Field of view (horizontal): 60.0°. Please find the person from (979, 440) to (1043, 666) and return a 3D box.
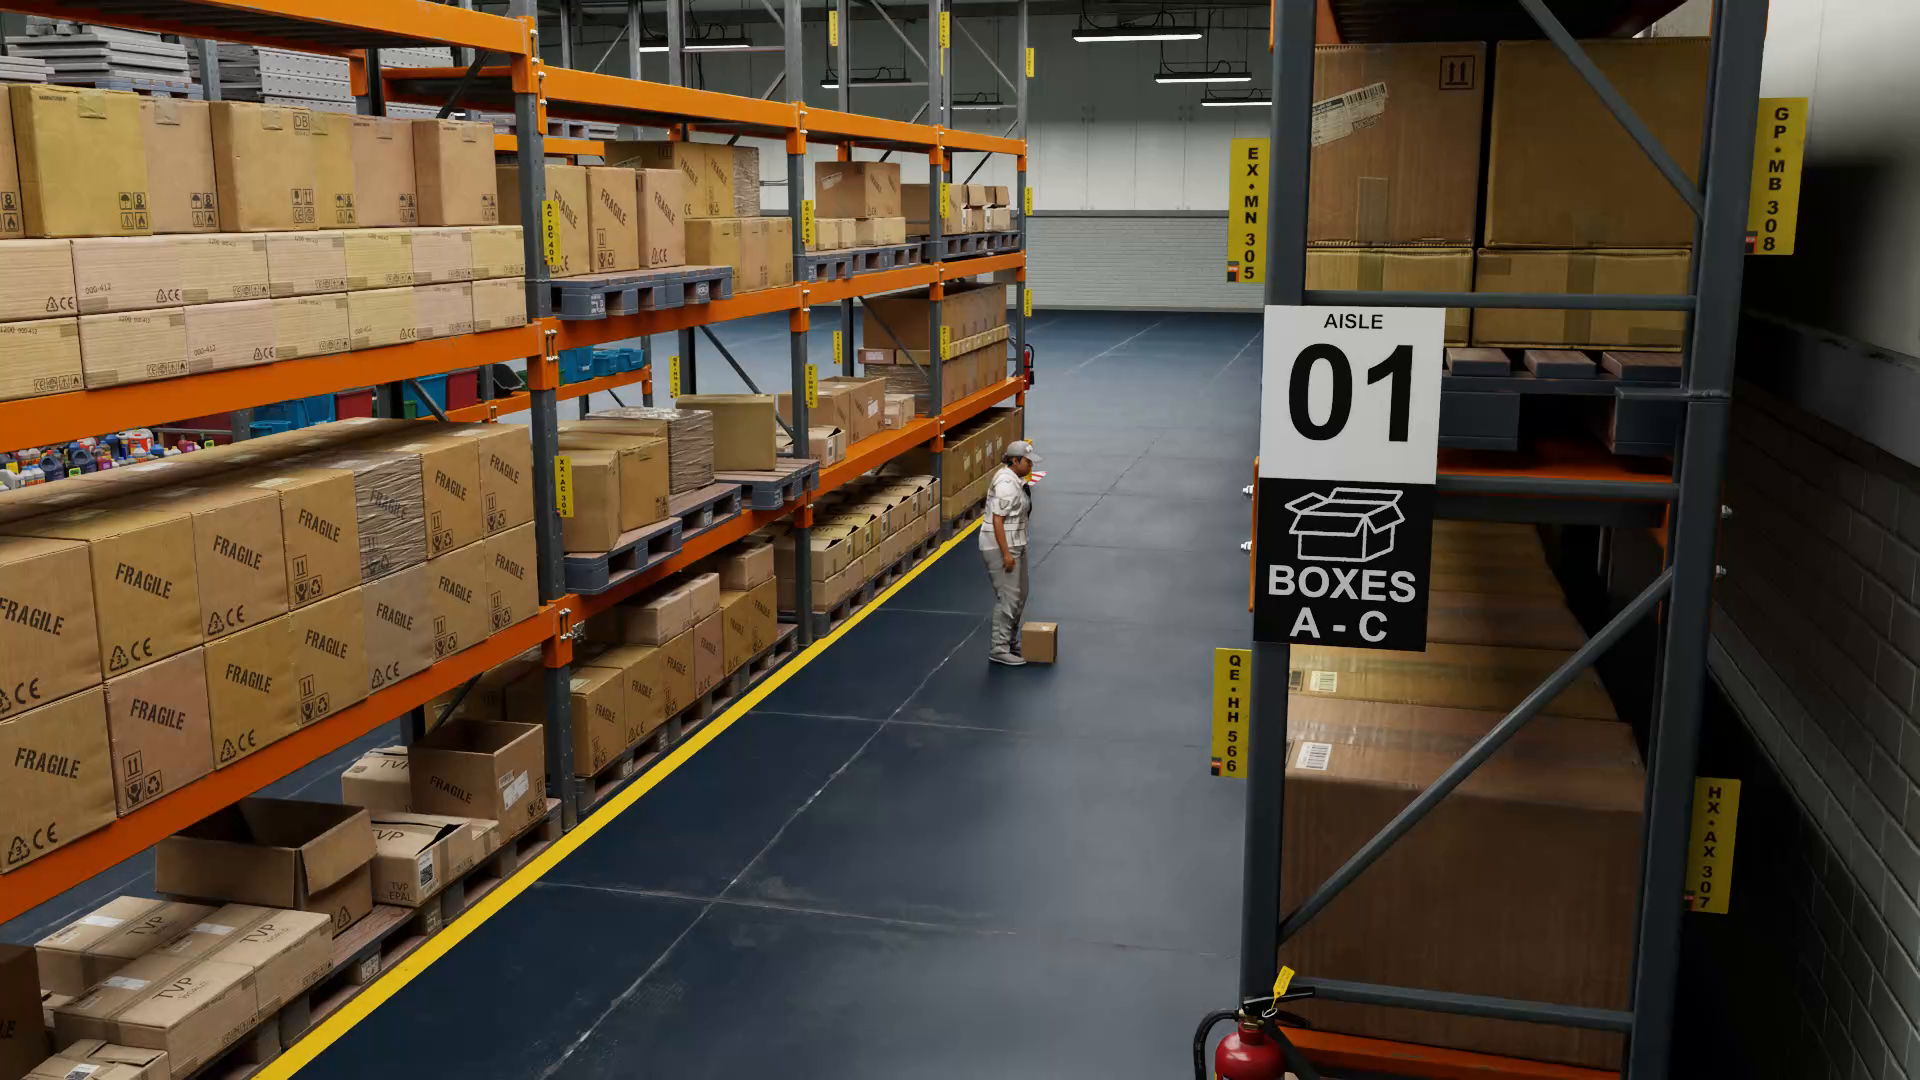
[{"bbox_3d":[0.387,0.076,12.560,0.465,1.666,0.538,3,12,14],"label":"person"}]
